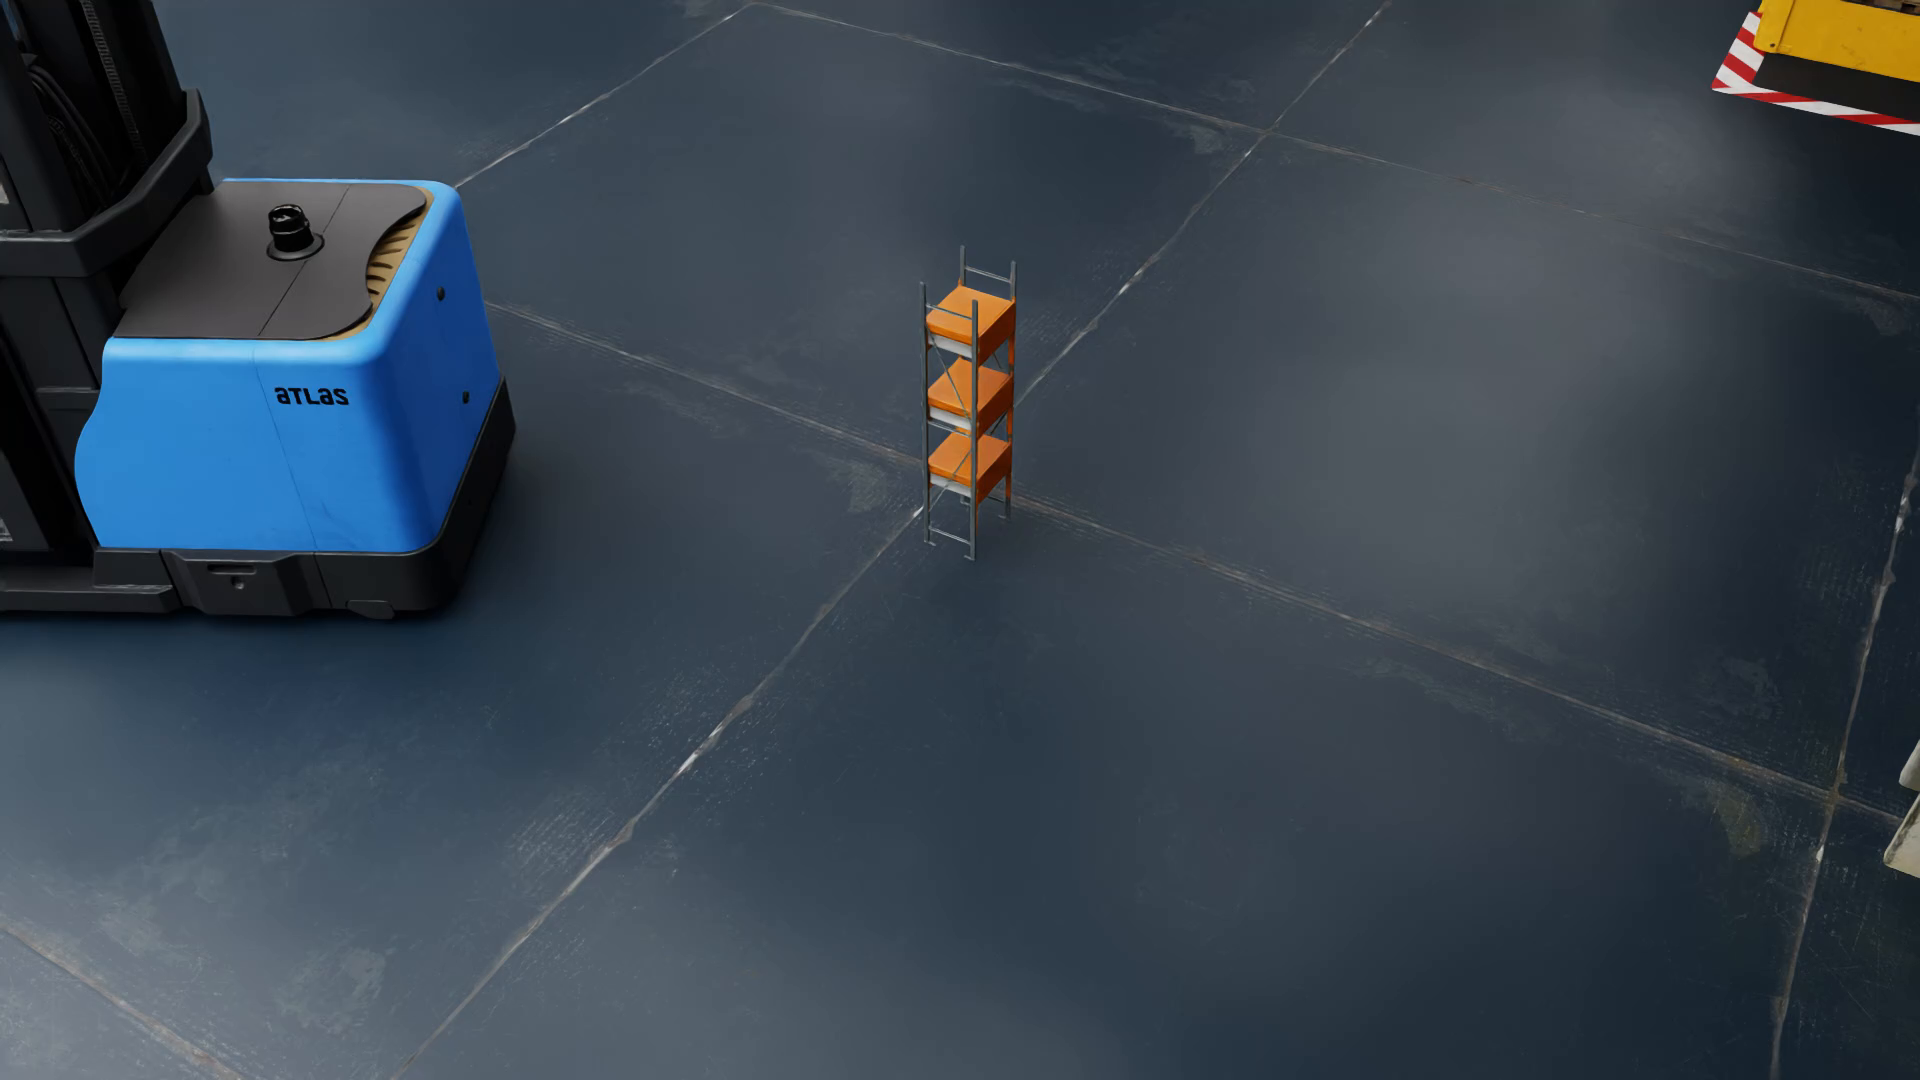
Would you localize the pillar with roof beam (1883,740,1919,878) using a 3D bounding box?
[{"bbox_3d":[-0.881,-3.946,3.422,9.100,9.000,0.400,21,45,22],"label":"pillar with roof beam"}]

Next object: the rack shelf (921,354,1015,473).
[{"bbox_3d":[0.027,-0.417,5.445,0.215,0.259,0.240,21,45,22],"label":"rack shelf"}]

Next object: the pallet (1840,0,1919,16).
[{"bbox_3d":[5.066,-3.009,9.007,1.003,0.211,1.213,21,45,22],"label":"pallet"}]

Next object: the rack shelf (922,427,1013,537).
[{"bbox_3d":[0.027,-0.208,5.628,0.215,0.259,0.240,21,45,22],"label":"rack shelf"}]

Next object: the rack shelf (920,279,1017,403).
[{"bbox_3d":[0.027,-0.630,5.257,0.215,0.259,0.240,21,45,22],"label":"rack shelf"}]

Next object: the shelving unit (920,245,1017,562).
[{"bbox_3d":[0.027,-0.425,5.438,0.215,1.050,0.252,21,45,22],"label":"shelving unit"}]

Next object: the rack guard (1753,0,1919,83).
[{"bbox_3d":[4.708,-2.652,8.383,1.175,0.500,0.348,21,45,22],"label":"rack guard"}]

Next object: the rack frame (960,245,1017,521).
[{"bbox_3d":[0.088,-0.494,5.517,0.200,1.050,0.008,21,45,22],"label":"rack frame"}]

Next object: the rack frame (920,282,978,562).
[{"bbox_3d":[-0.034,-0.355,5.359,0.200,1.050,0.008,21,45,22],"label":"rack frame"}]

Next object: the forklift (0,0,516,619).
[{"bbox_3d":[-3.153,-1.189,4.883,3.031,2.935,1.130,1,41,1],"label":"forklift"}]

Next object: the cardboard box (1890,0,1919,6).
[{"bbox_3d":[5.135,-2.946,8.588,0.500,0.250,0.500,21,46,22],"label":"cardboard box"}]
